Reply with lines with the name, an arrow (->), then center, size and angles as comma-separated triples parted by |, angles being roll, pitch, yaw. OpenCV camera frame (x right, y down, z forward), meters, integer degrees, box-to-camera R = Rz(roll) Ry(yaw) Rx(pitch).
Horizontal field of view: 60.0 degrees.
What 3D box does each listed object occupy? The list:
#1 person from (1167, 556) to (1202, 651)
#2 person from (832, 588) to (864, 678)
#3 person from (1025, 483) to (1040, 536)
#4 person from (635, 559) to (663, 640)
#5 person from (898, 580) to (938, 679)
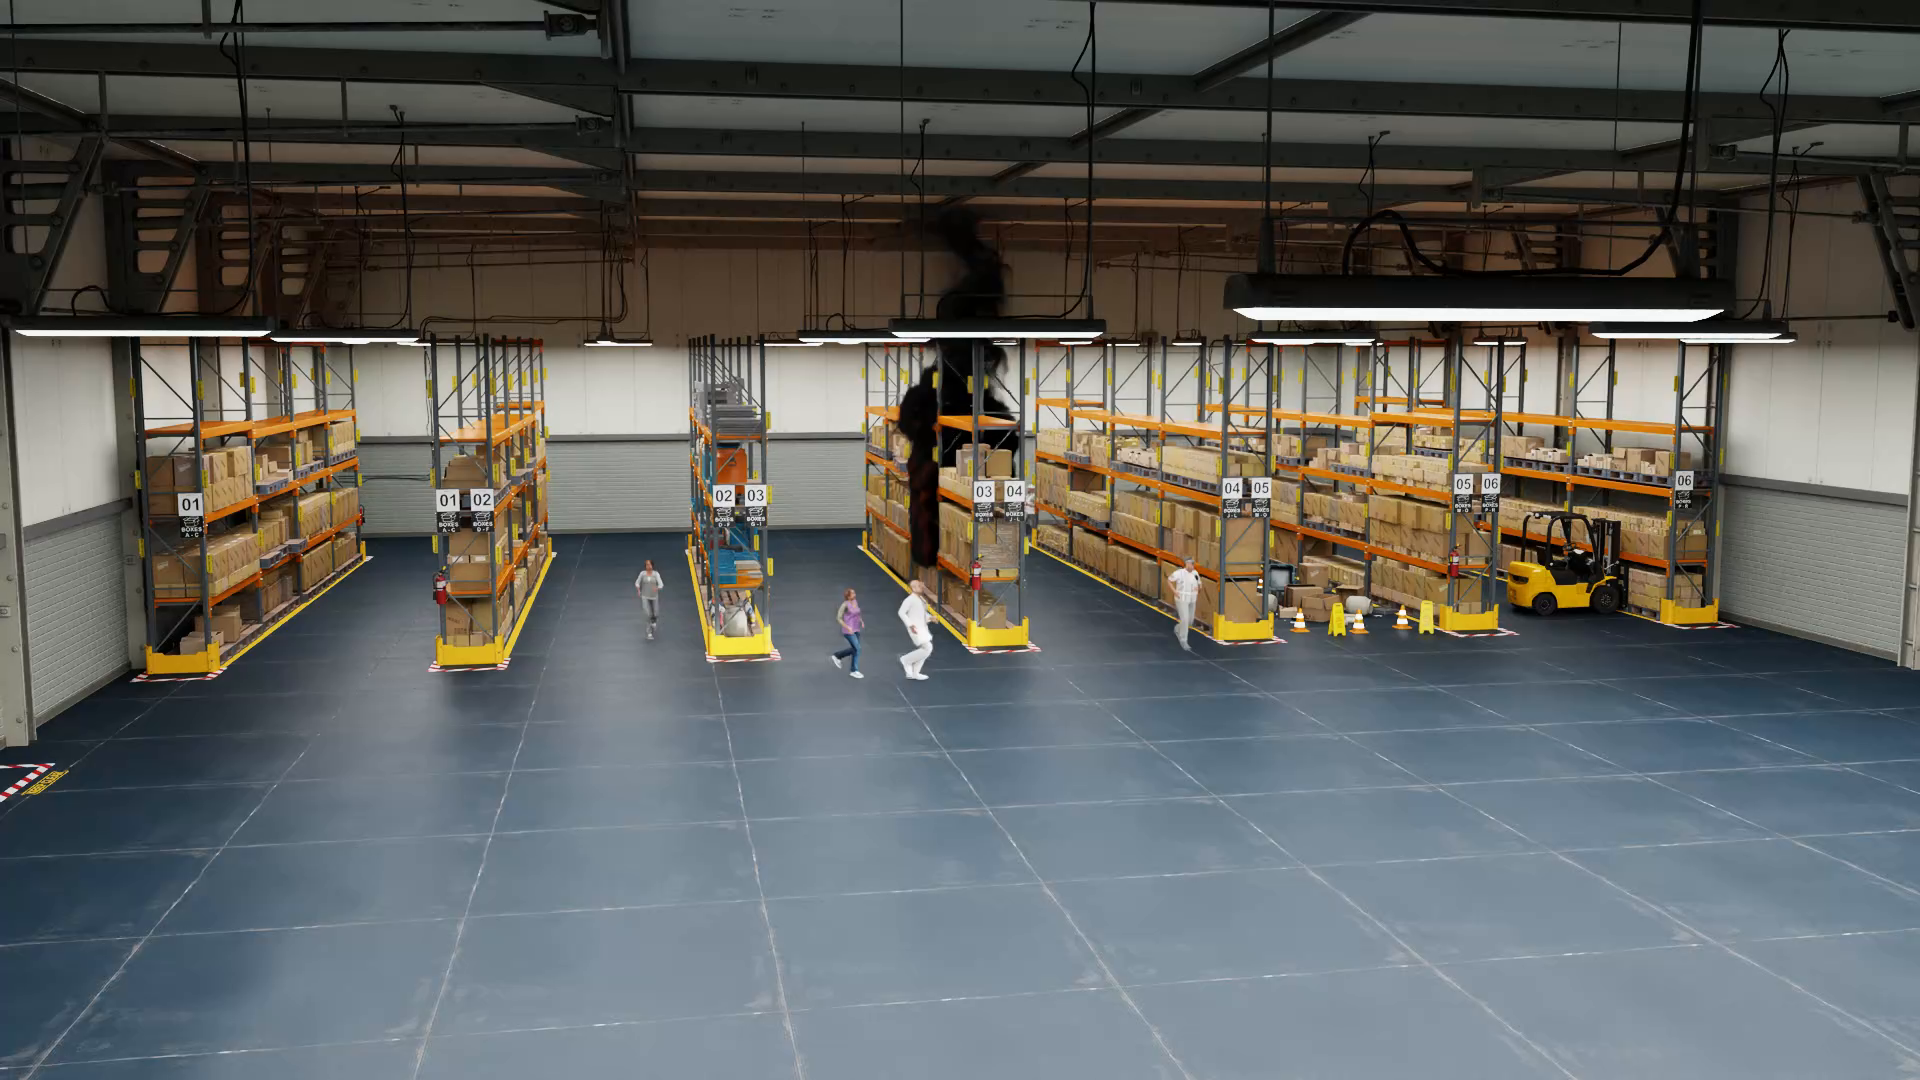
person -> 4.413, 1.187, 32.165 | 0.680, 1.771, 0.912 | -4, 7, -29
person -> -1.972, 1.616, 29.201 | 0.624, 1.582, 0.535 | 3, 7, 26
person -> 2.180, -0.806, 49.631 | 0.747, 1.803, 0.706 | -3, 7, -26
person -> -6.173, 1.162, 33.048 | 0.547, 1.564, 0.767 | -1, 7, -12
person -> -0.701, 1.565, 28.846 | 0.624, 1.732, 0.715 | 2, 7, 17
